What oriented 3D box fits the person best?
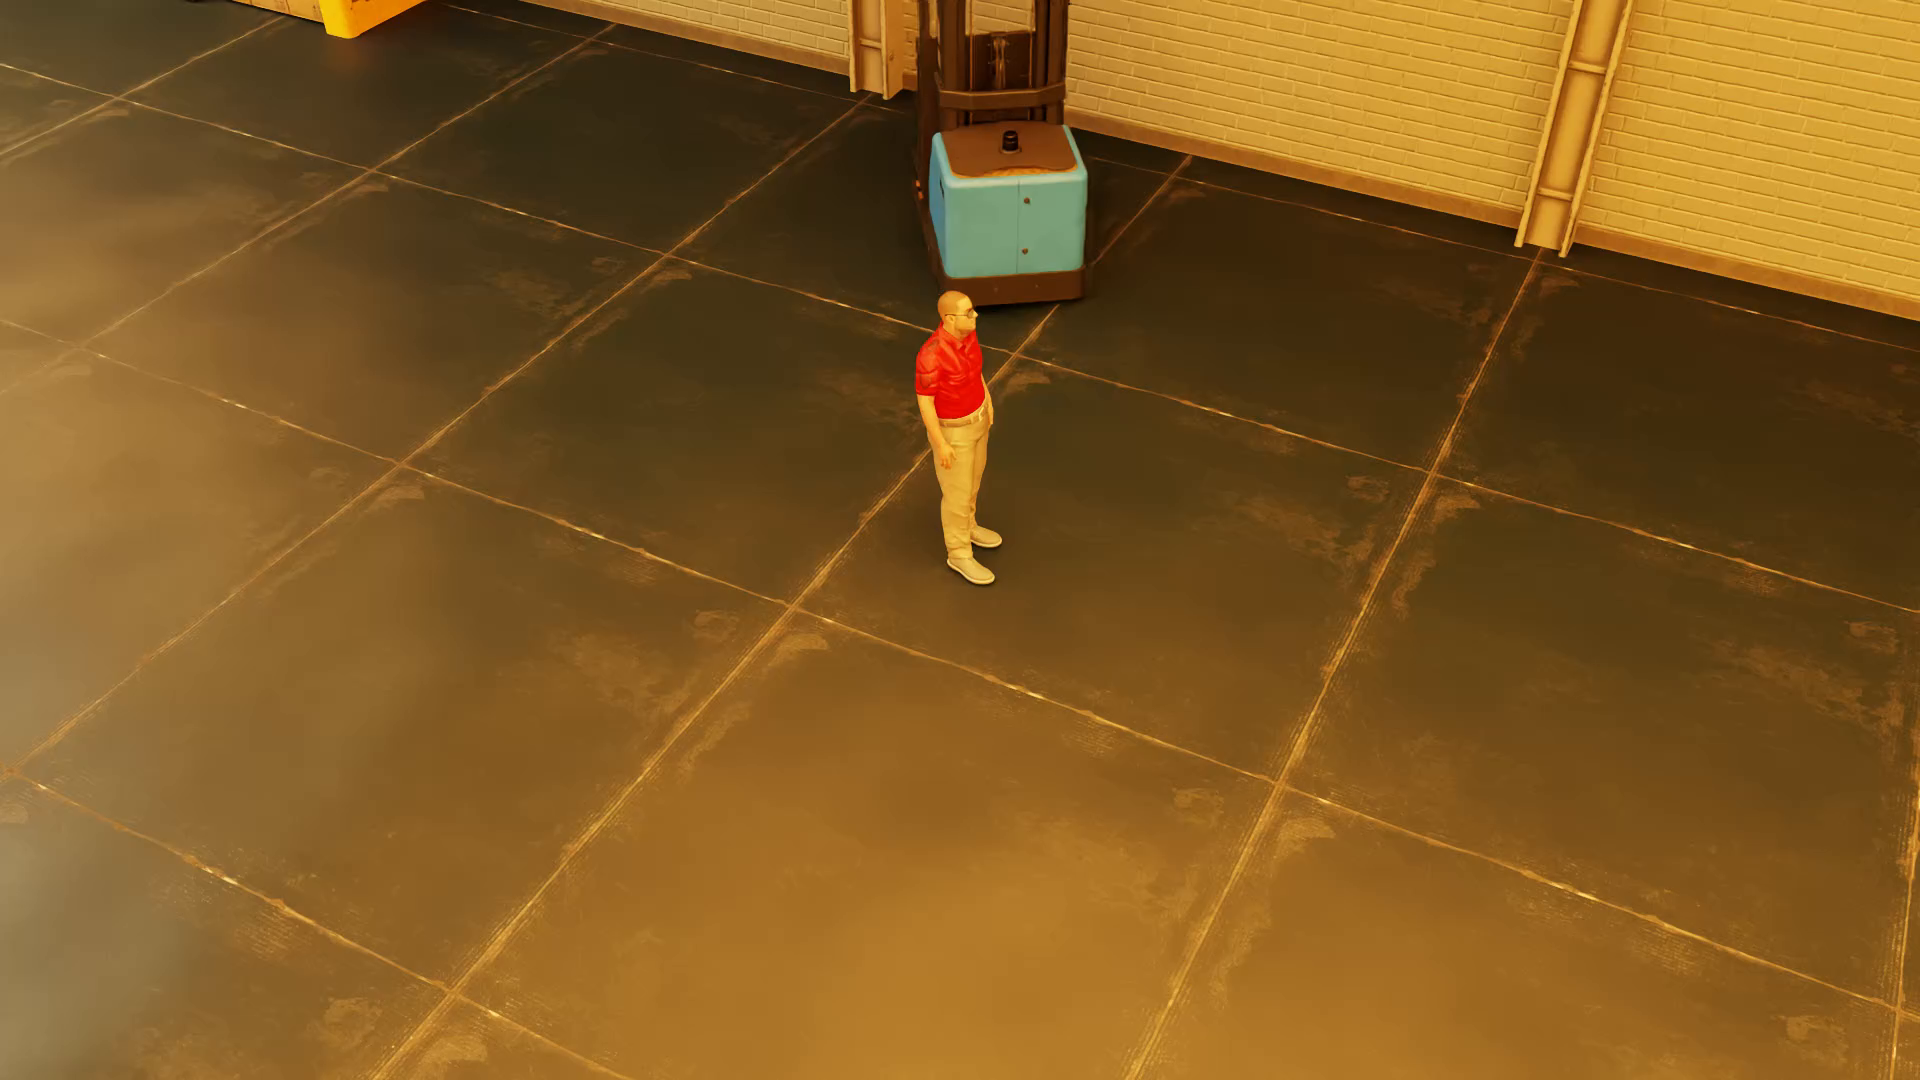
[{"bbox_3d":[0.074,-0.633,9.661,0.551,1.727,0.640,18,43,21],"label":"person"}]

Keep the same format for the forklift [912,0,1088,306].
[{"bbox_3d":[0.212,-3.771,12.465,1.130,2.935,3.031,-5,40,-6],"label":"forklift"}]
